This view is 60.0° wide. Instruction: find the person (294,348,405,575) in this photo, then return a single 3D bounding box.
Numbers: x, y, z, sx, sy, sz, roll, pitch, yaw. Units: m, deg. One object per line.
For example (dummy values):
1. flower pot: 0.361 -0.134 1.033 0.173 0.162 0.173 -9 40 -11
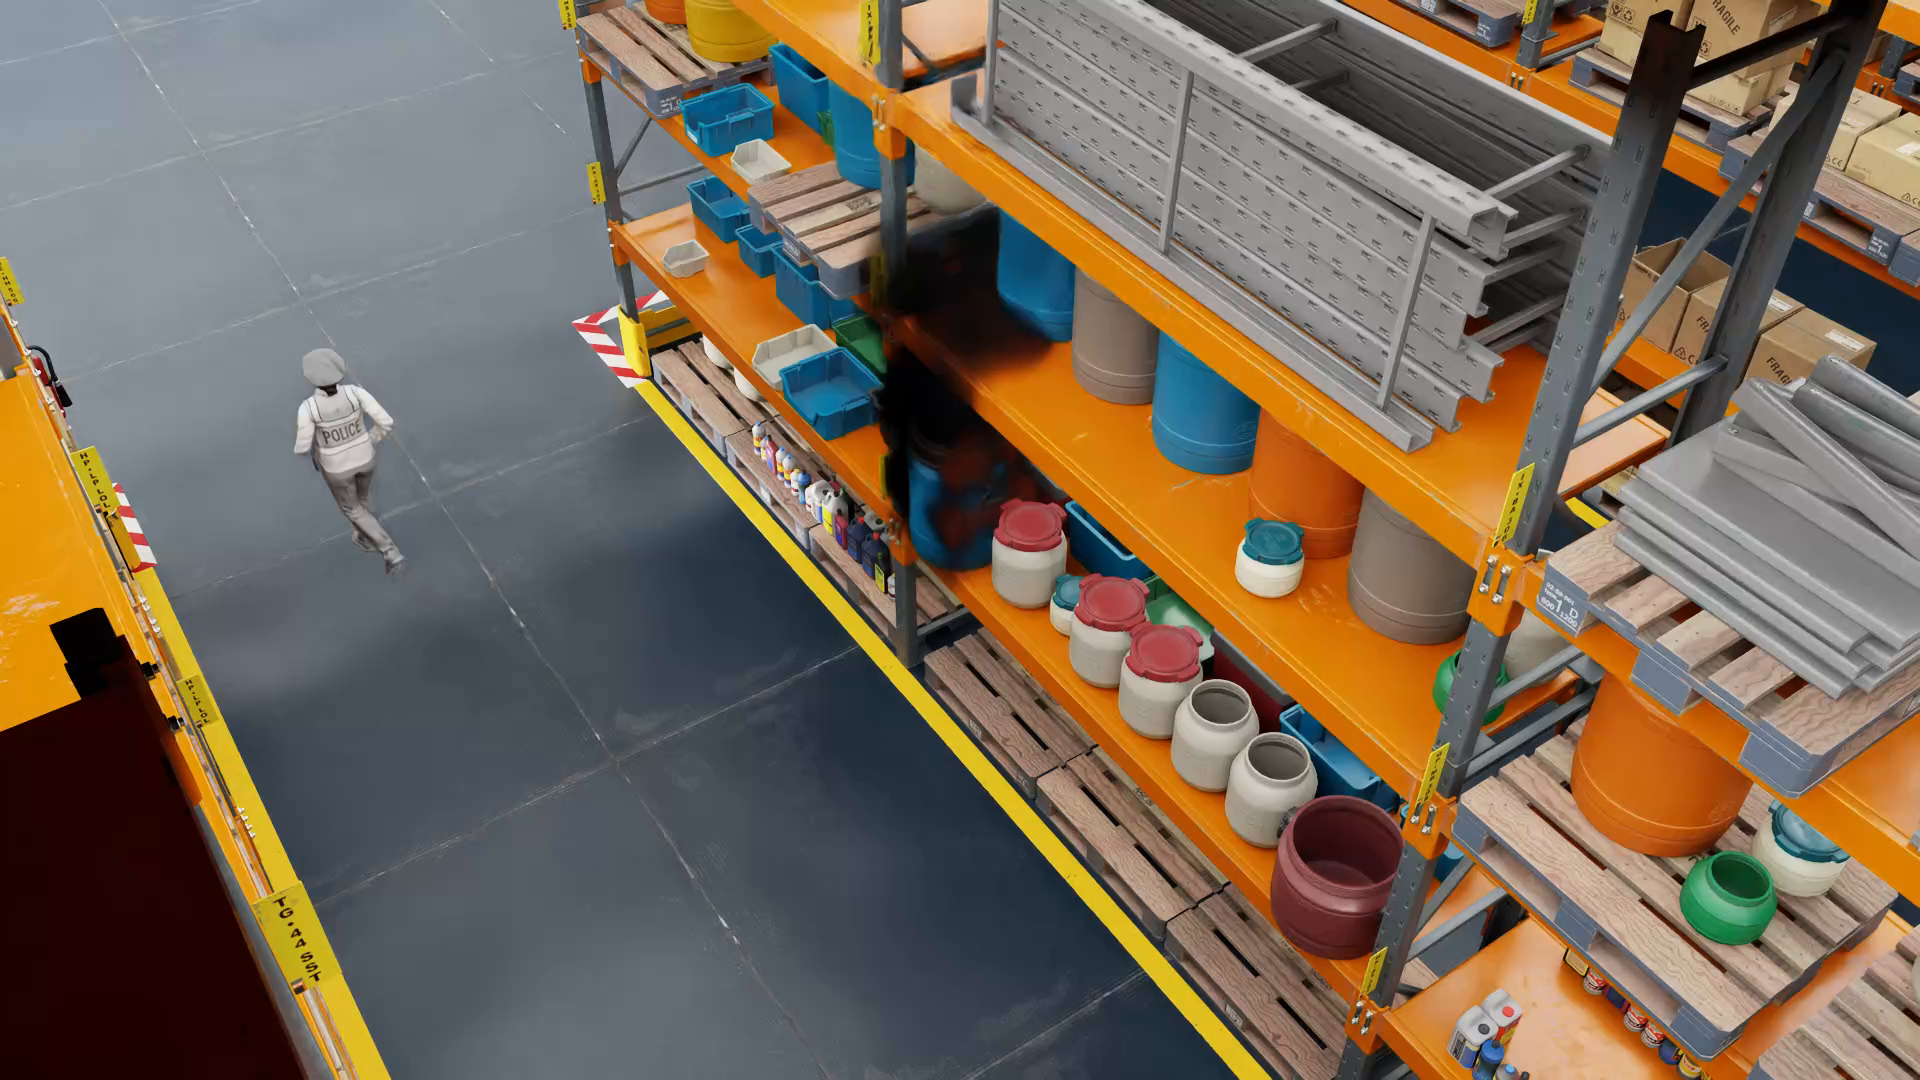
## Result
1. person: -3.908 -0.483 10.631 0.611 1.713 0.703 -31 51 -29
